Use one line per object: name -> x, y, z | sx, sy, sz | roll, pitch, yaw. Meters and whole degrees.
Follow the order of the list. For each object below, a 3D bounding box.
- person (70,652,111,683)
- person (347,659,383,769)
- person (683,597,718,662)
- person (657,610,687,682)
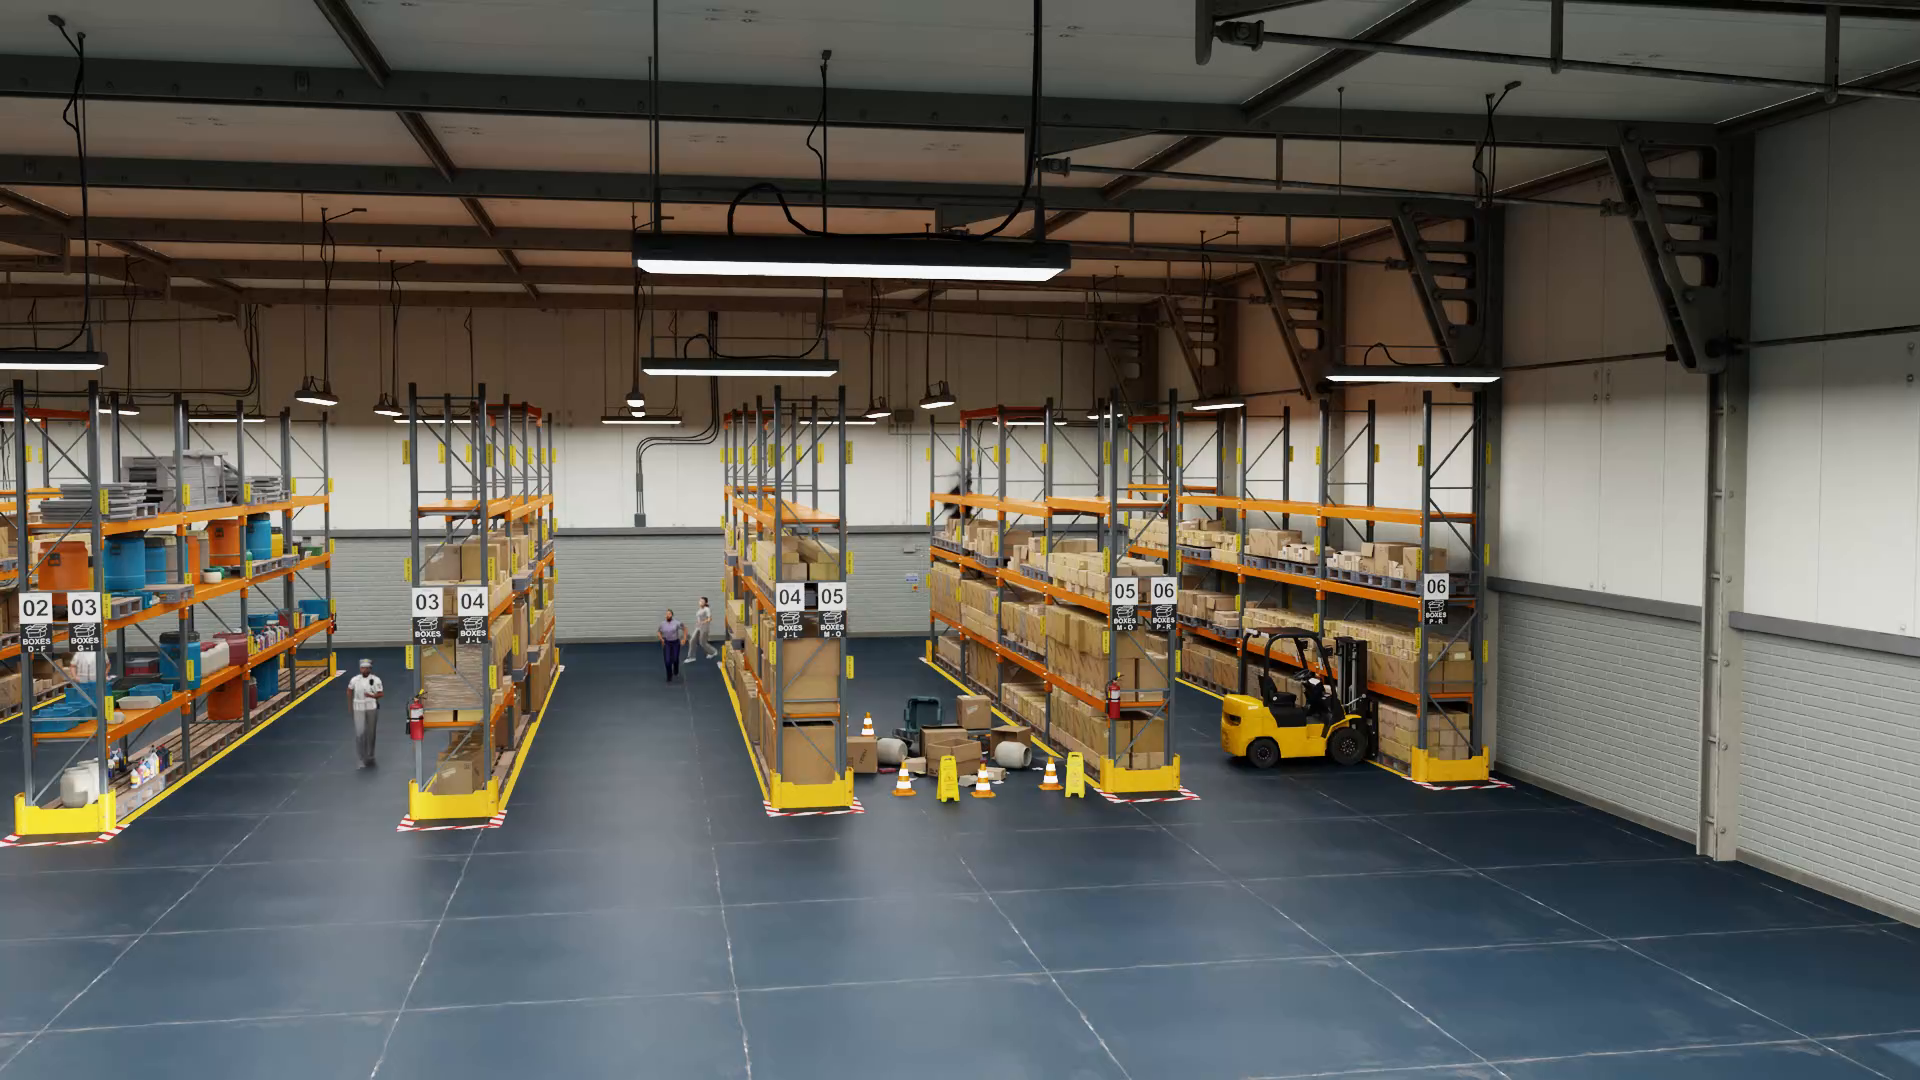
person -> -15.922, 2.593, 30.455 | 0.670, 1.759, 0.690 | -1, 3, -21
person -> -9.638, 2.797, 26.935 | 0.529, 1.748, 0.770 | -1, 3, -21
person -> -6.188, 2.170, 40.314 | 0.856, 1.626, 0.696 | -2, 4, -37
person -> -6.397, 2.344, 36.880 | 0.640, 1.609, 0.610 | 0, 3, -1
